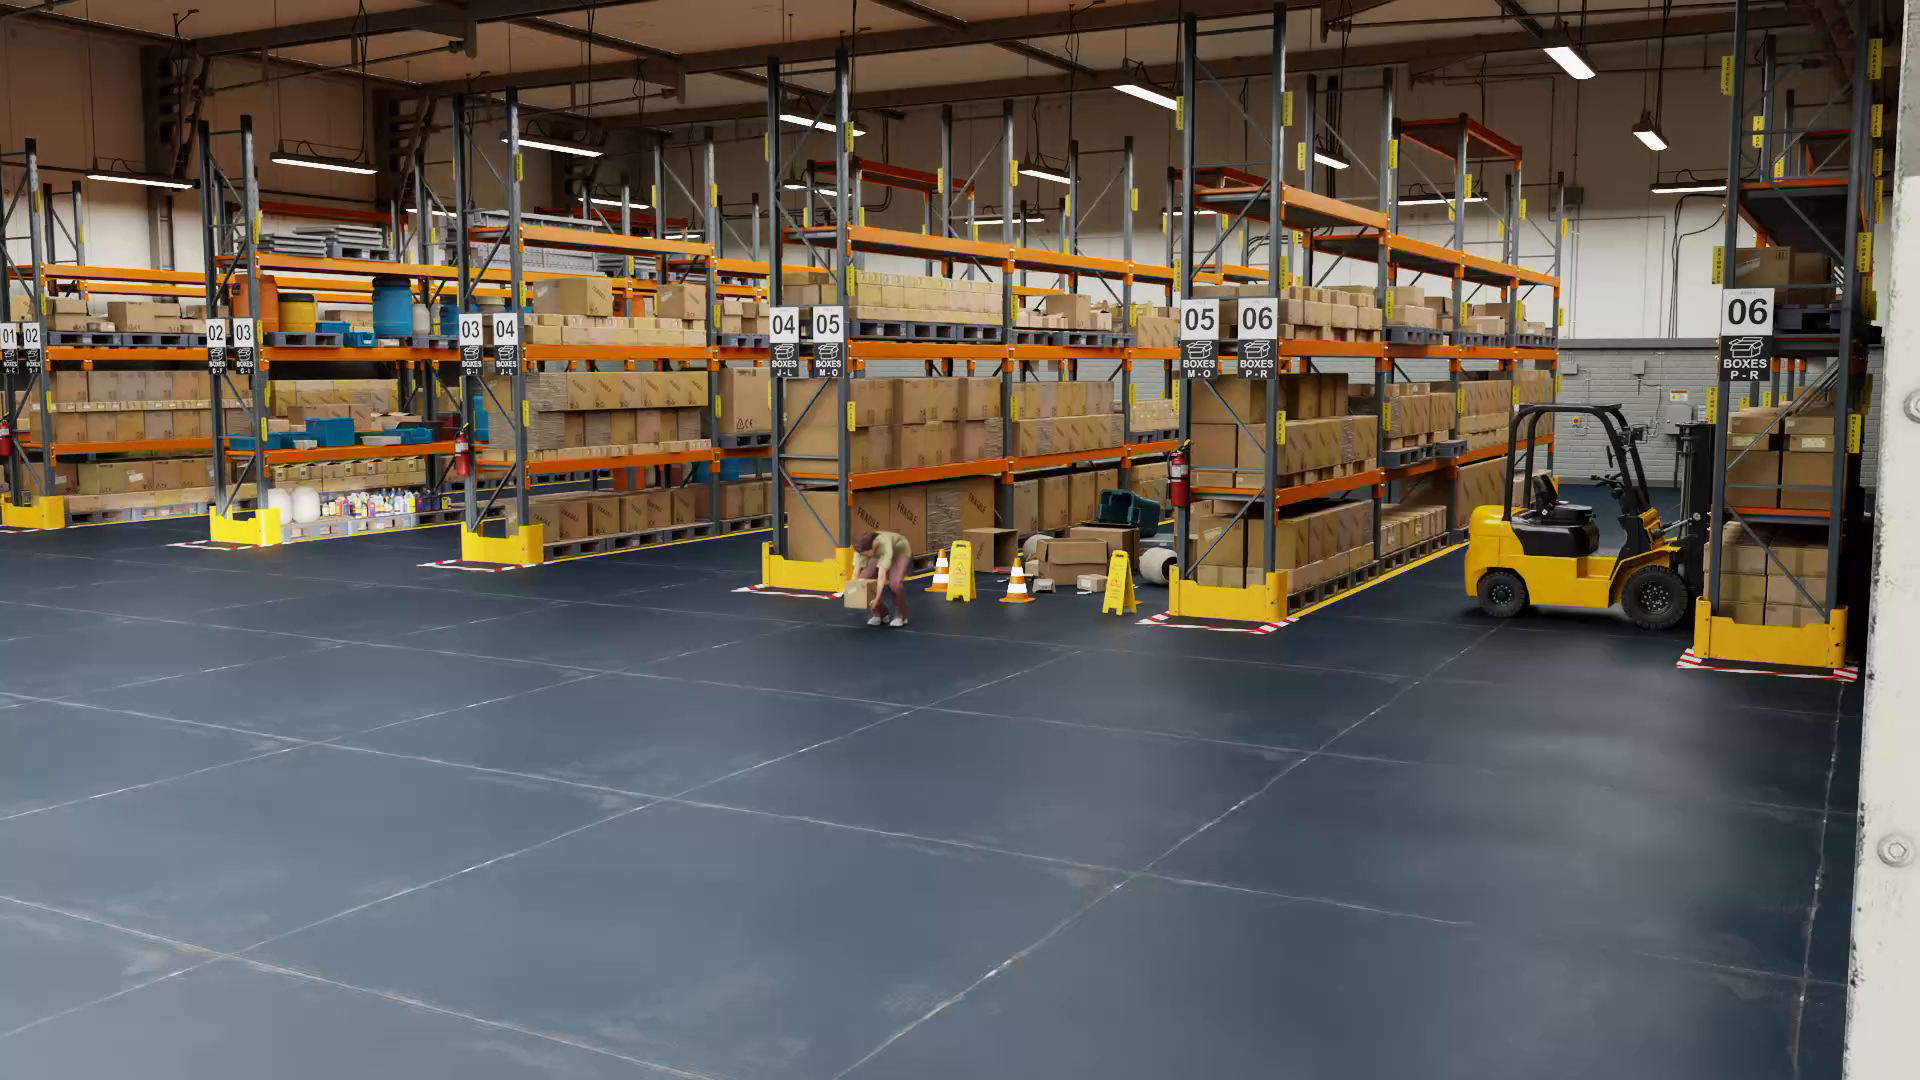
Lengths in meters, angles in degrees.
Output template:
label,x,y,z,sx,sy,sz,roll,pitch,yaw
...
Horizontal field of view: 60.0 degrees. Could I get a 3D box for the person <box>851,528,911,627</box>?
label,x,y,z,sx,sy,sz,roll,pitch,yaw
person,-0.781,0.362,16.187,0.472,0.987,0.868,3,7,26
